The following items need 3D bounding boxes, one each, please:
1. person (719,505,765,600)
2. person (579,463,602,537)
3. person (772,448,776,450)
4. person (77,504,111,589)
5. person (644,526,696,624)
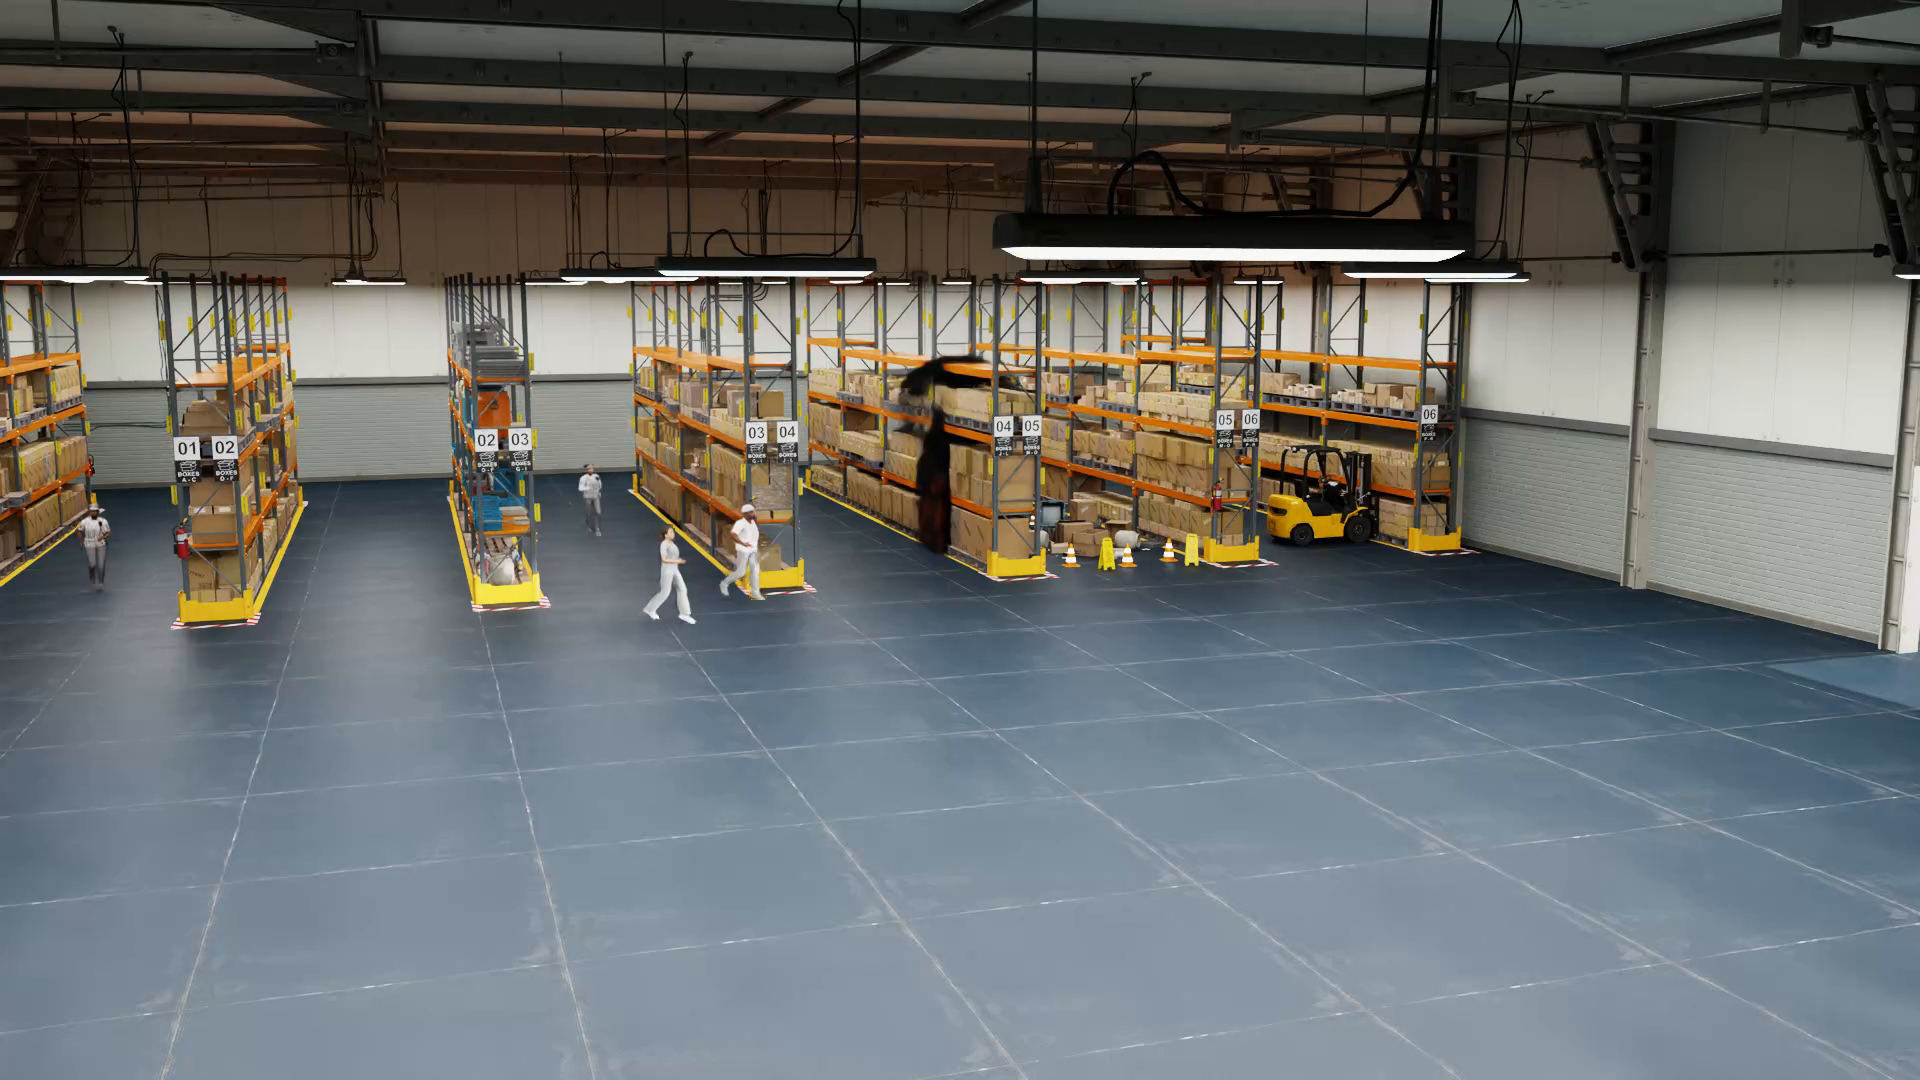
[{"bbox_3d":[-3.939,0.208,30.879,0.962,1.728,0.764,5,10,28],"label":"person"},{"bbox_3d":[-8.585,-0.937,38.725,0.594,1.753,0.753,-4,10,-26],"label":"person"},{"bbox_3d":[-5.536,-2.397,48.392,0.837,1.762,0.801,4,9,23],"label":"person"},{"bbox_3d":[-16.445,0.132,31.631,0.564,1.658,0.603,-5,10,-30],"label":"person"},{"bbox_3d":[-5.015,0.594,28.607,0.914,1.698,0.575,2,9,13],"label":"person"}]
